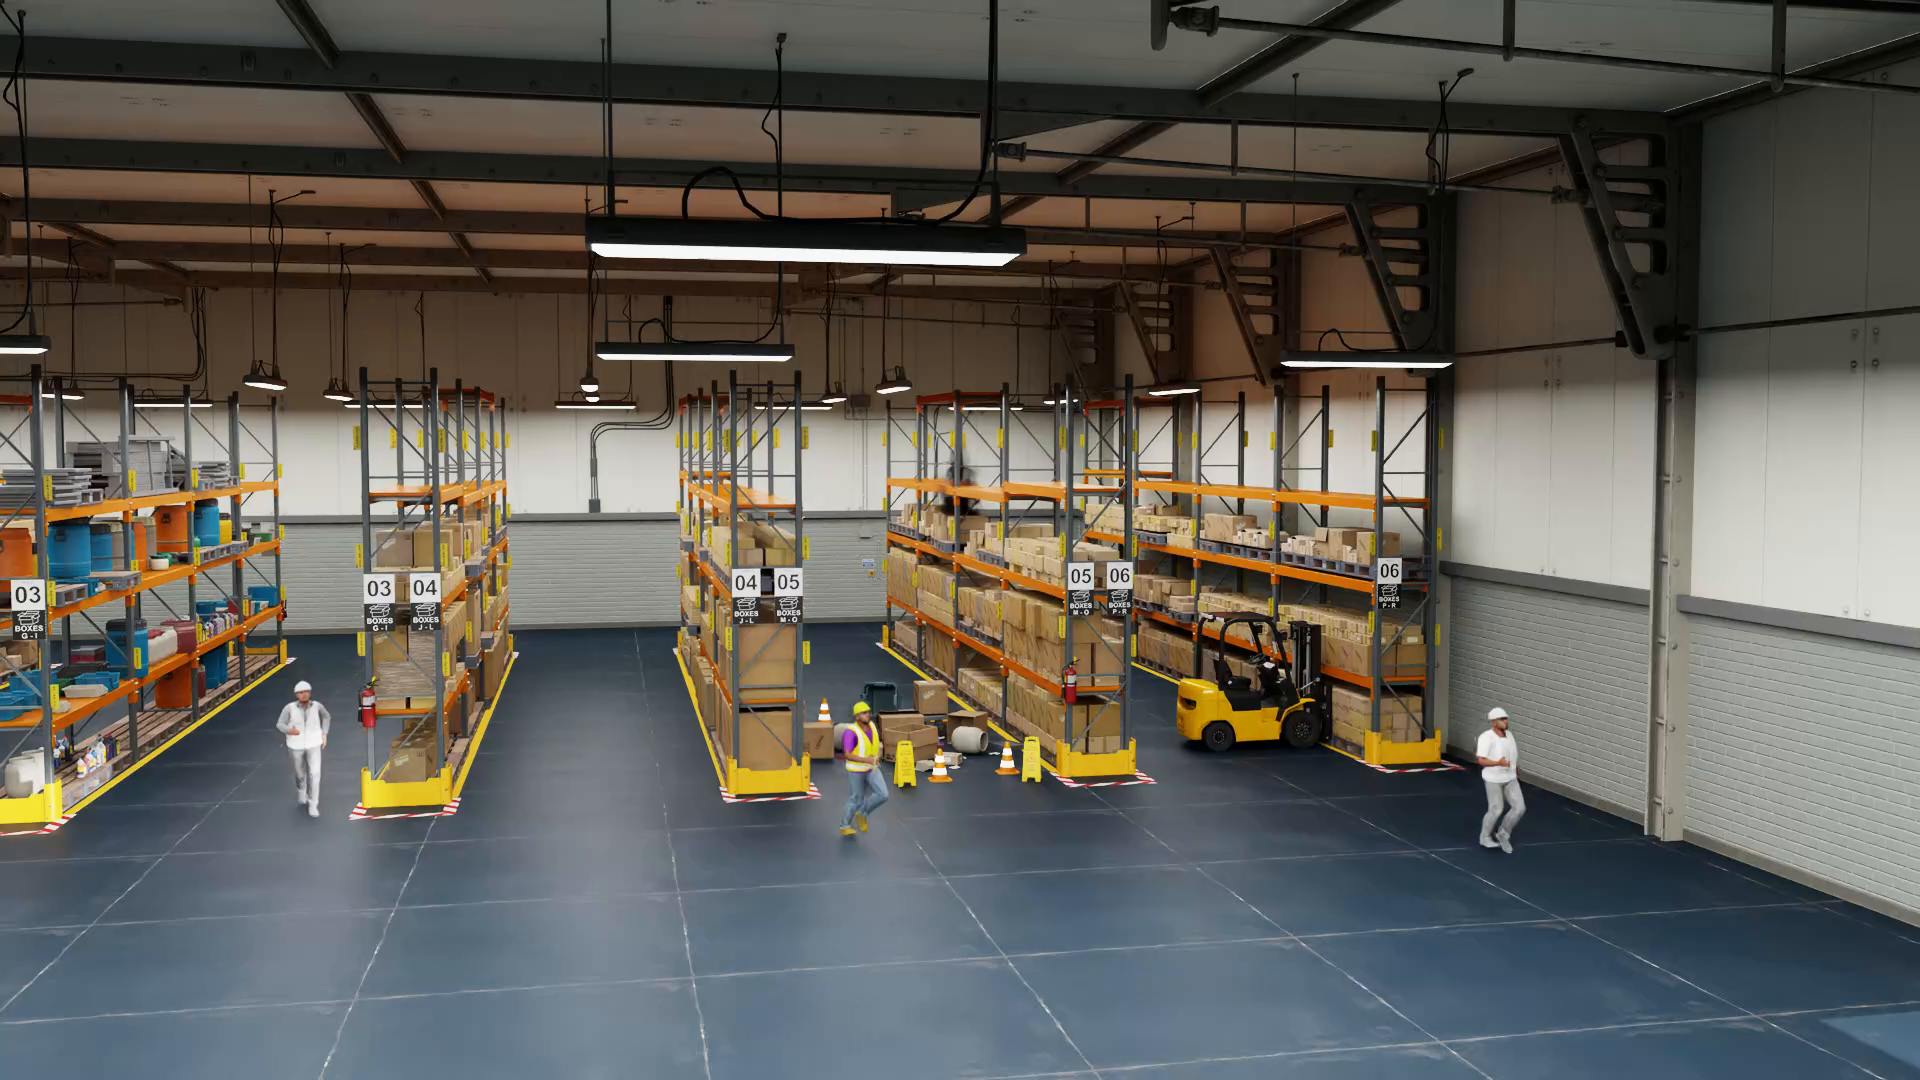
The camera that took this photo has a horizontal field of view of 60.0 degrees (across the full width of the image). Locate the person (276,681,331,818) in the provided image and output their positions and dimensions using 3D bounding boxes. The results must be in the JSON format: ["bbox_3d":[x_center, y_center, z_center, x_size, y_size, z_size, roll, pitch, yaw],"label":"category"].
[{"bbox_3d":[-8.843,2.786,22.434,0.692,1.785,0.927,-1,4,-23],"label":"person"}]

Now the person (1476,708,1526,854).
[{"bbox_3d":[6.582,2.929,20.163,0.676,1.783,0.661,-1,4,-23],"label":"person"}]

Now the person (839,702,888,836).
[{"bbox_3d":[-1.191,2.876,20.903,0.723,1.710,0.780,-3,5,-45],"label":"person"}]

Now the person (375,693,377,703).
[{"bbox_3d":[-11.047,2.219,31.700,0.667,1.768,0.963,-1,4,-15],"label":"person"}]
